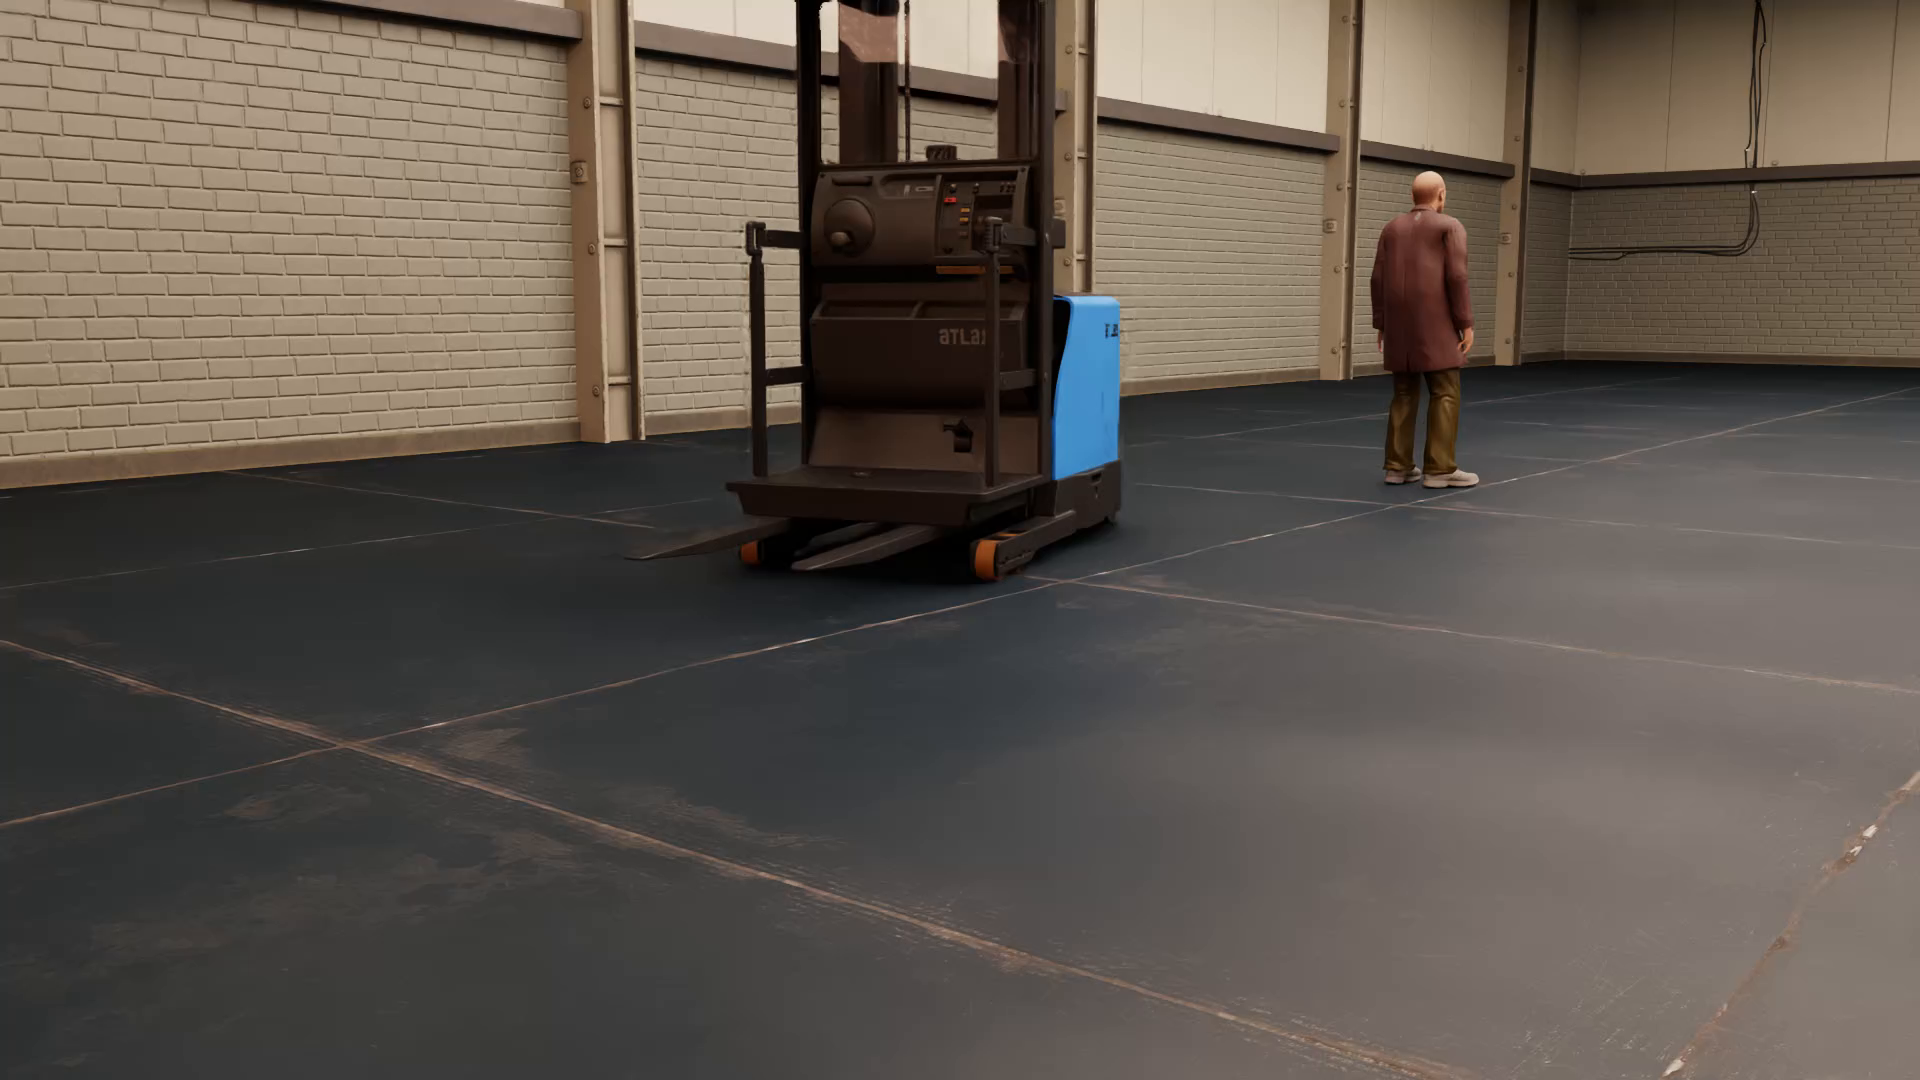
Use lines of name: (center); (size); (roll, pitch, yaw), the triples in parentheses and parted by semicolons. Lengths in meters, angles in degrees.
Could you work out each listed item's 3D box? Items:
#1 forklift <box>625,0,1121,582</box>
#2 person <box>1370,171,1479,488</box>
forklift: (-0.244, -1.358, 6.561); (1.130, 2.935, 3.031); (3, 9, 21)
person: (2.640, -1.126, 9.491); (0.436, 1.623, 0.645); (-7, 11, -41)
